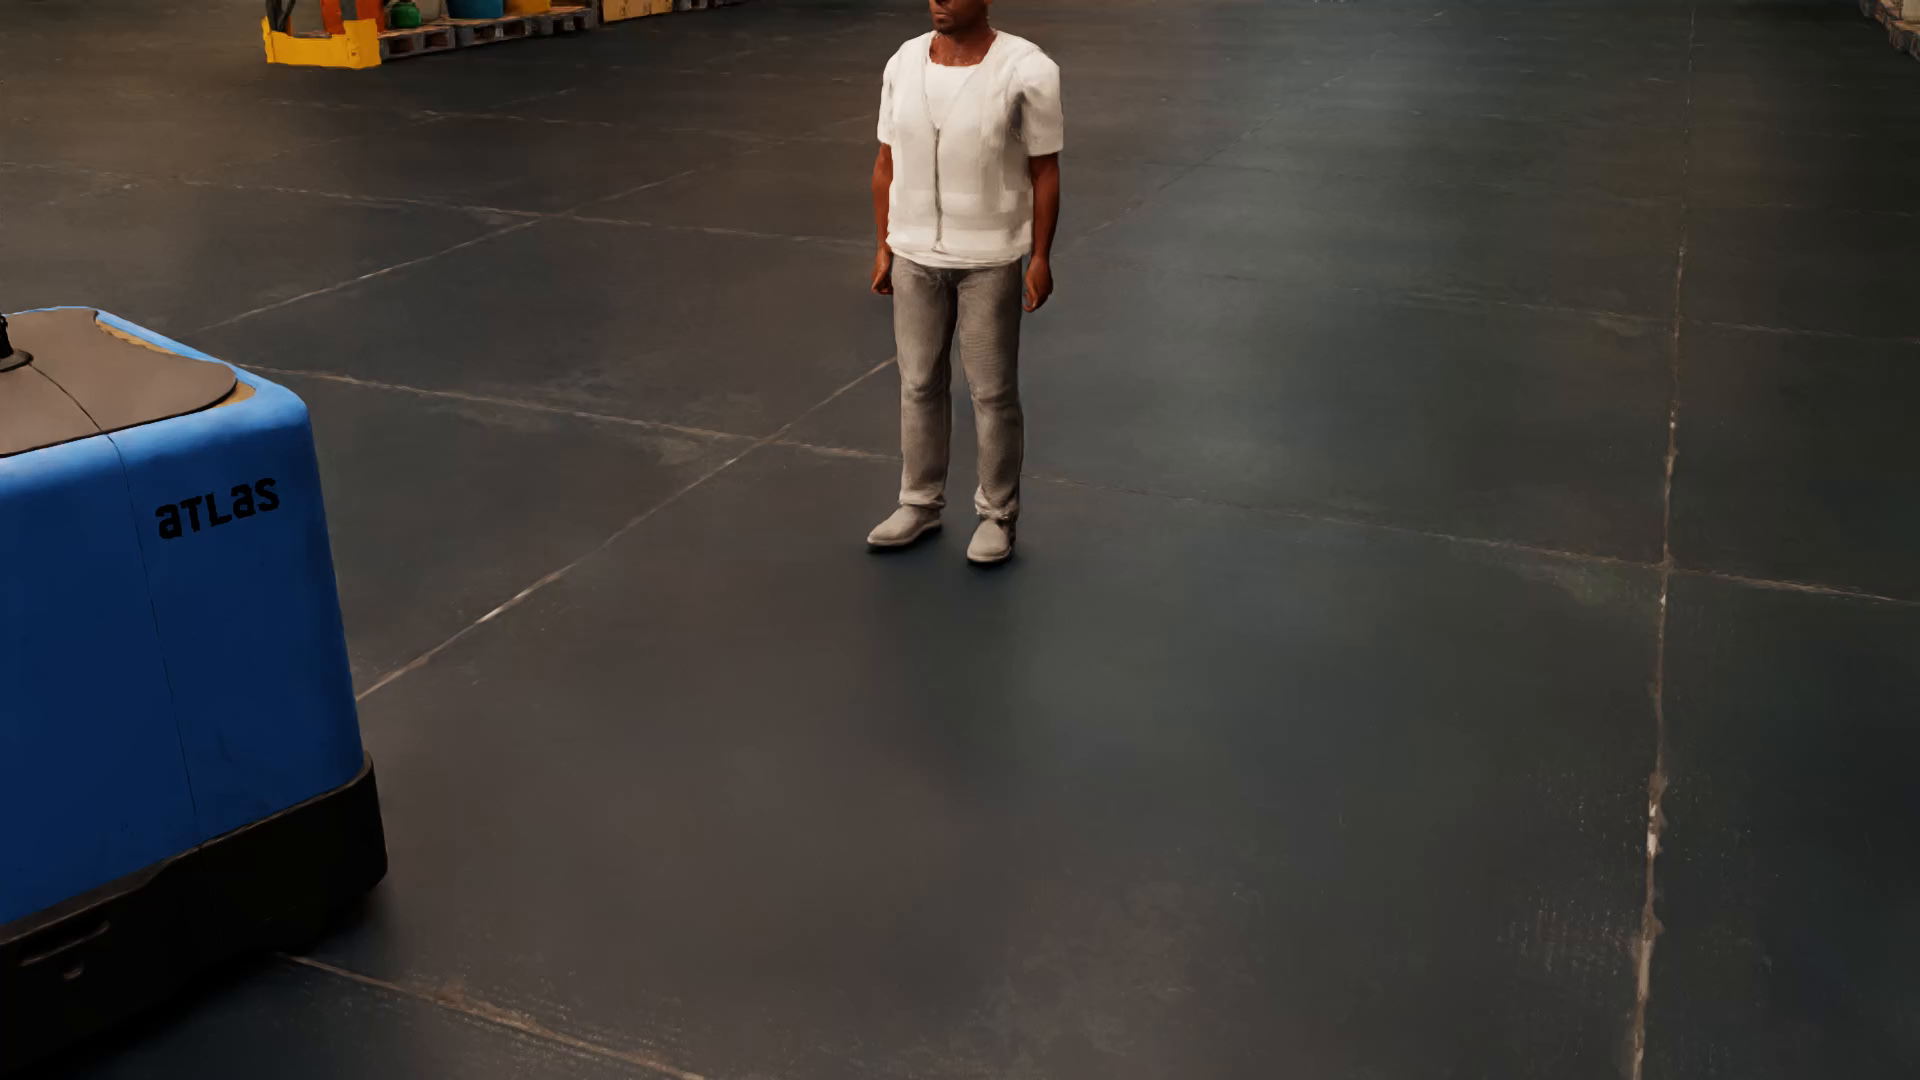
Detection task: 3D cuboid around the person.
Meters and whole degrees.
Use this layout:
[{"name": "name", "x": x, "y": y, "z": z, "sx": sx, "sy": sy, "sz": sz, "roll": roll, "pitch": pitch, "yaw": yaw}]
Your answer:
[{"name": "person", "x": -0.004, "y": -0.811, "z": 4.741, "sx": 0.559, "sy": 1.771, "sz": 0.367, "roll": 9, "pitch": 24, "yaw": 21}]

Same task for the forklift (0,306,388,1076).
[{"name": "forklift", "x": -2.511, "y": -0.329, "z": 2.079, "sx": 1.130, "sy": 2.935, "sz": 3.031, "roll": 20, "pitch": 30, "yaw": 39}]
